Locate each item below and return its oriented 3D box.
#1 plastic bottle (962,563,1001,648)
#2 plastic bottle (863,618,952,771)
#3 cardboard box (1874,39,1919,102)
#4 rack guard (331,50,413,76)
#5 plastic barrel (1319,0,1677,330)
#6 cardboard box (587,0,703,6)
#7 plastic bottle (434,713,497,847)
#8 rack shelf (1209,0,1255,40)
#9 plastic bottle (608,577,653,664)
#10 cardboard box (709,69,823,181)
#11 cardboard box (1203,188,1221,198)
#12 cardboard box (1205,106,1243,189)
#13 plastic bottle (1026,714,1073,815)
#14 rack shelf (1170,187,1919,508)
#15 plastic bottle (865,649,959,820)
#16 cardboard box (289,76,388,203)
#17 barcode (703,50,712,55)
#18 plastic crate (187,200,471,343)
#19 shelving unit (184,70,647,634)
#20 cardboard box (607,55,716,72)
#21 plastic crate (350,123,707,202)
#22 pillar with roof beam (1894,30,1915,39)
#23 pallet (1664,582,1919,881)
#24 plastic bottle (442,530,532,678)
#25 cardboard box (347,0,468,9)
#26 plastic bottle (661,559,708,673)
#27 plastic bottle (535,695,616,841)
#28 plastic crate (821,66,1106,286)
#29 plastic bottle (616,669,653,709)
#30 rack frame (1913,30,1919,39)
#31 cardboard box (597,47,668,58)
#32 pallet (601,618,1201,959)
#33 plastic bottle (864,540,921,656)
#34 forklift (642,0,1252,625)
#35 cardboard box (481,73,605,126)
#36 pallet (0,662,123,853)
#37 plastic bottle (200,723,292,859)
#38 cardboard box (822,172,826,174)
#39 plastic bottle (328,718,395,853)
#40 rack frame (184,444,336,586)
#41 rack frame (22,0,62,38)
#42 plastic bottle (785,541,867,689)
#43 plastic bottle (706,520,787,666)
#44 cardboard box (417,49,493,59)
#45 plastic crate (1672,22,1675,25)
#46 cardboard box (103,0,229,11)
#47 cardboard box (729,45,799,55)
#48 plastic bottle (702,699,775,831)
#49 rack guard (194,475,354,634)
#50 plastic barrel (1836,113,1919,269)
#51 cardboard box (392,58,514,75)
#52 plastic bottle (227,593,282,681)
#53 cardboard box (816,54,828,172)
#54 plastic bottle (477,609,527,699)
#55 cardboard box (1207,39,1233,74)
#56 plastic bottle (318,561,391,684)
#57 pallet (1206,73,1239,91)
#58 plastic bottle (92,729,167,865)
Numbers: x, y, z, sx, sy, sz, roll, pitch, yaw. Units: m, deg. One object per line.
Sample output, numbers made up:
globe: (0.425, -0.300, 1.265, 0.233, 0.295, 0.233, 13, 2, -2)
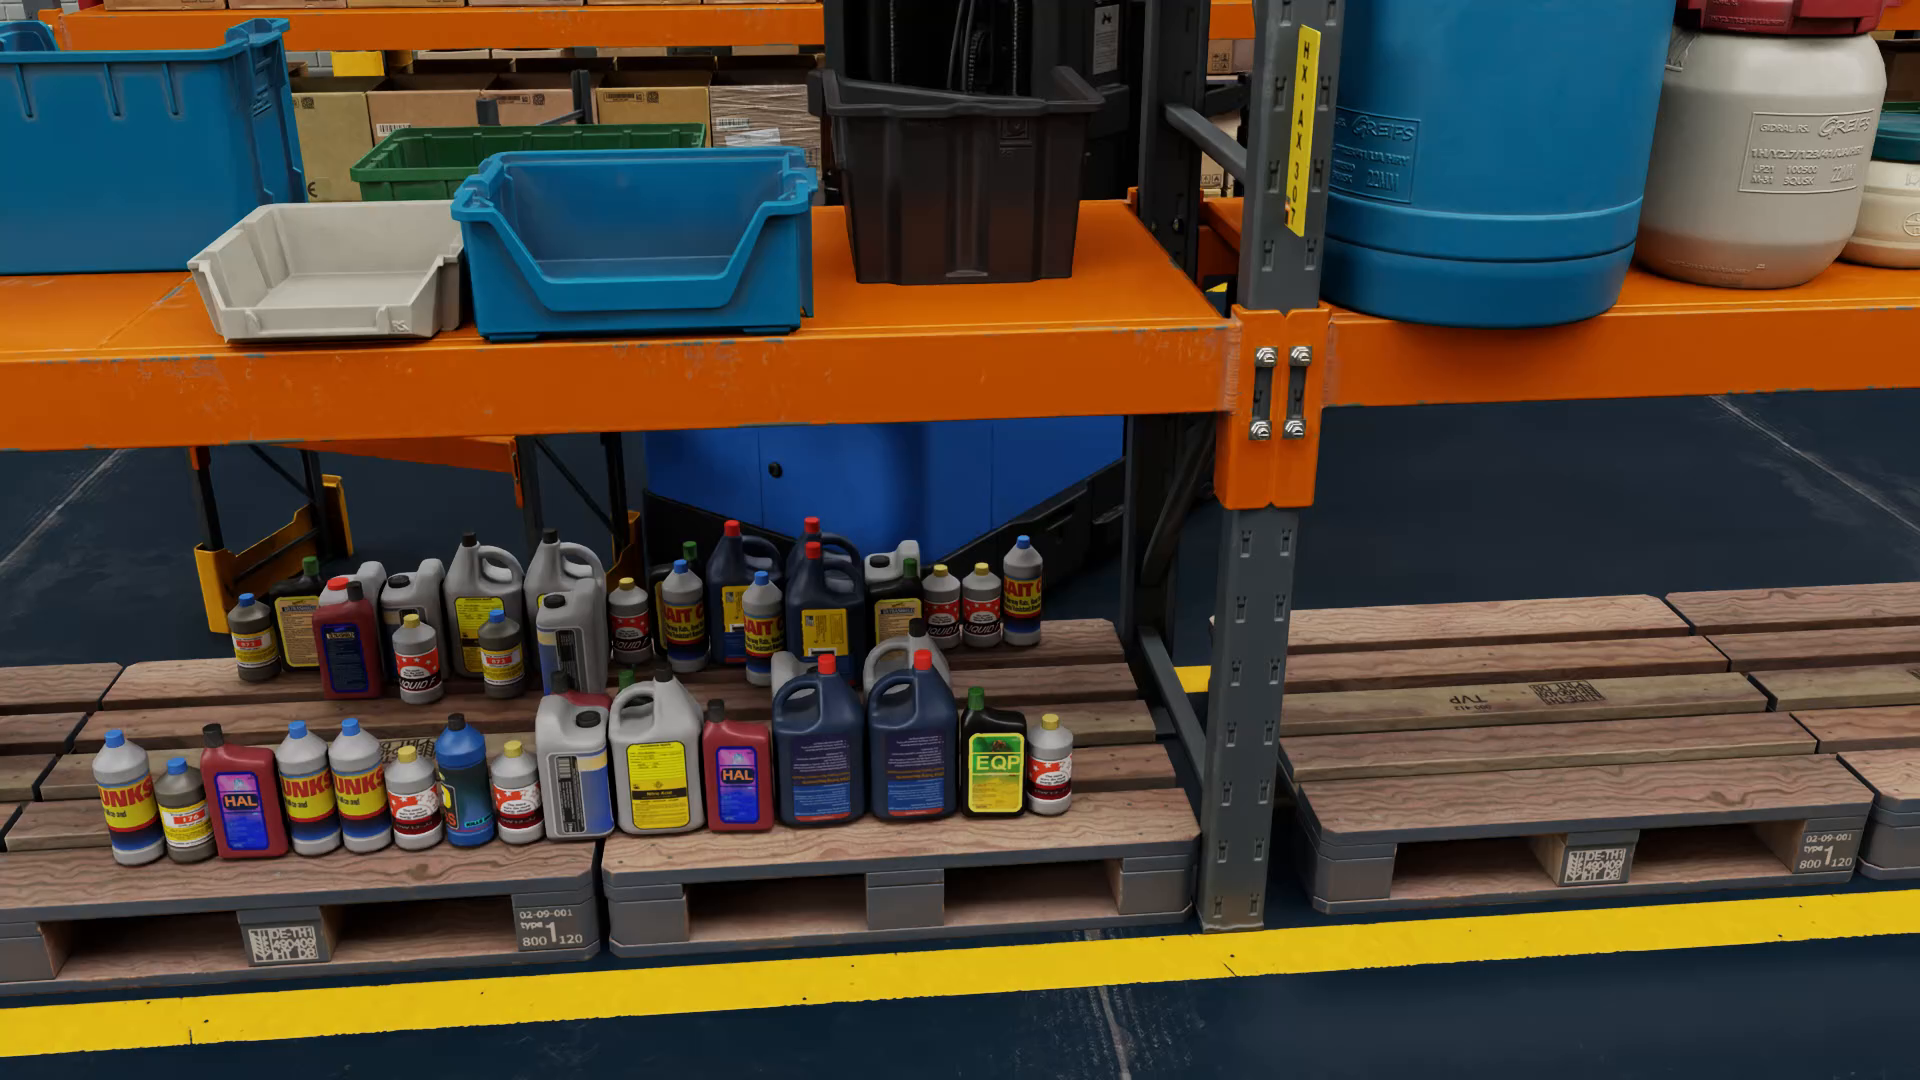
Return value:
plastic bottle: (0.054, 0.155, 4.113, 0.097, 0.201, 0.097, 0, 24, 0)
plastic bottle: (-0.112, 0.331, 3.533, 0.185, 0.351, 0.144, -2, 24, -5)
cardboard box: (4.976, -2.462, 8.709, 0.500, 0.250, 0.500, -1, 24, -3)
rack guard: (-4.364, -3.468, 12.437, 0.348, 0.500, 1.175, -2, 24, -5)
plastic barrel: (0.929, -0.885, 2.930, 0.708, 0.901, 0.600, -2, 24, -5)
cardboard box: (-1.433, -2.748, 7.617, 0.500, 0.500, 0.700, -2, 24, -4)
plastic bottle: (-0.988, 0.470, 3.316, 0.097, 0.271, 0.097, 0, 24, 0)
rack shelf: (2.022, -2.516, 8.103, 4.000, 0.370, 1.077, -2, 24, -5)
plastic bottle: (-0.801, 0.189, 4.036, 0.097, 0.201, 0.097, 0, 24, 0)
cardboard box: (-0.907, -1.921, 7.824, 0.500, 0.500, 0.500, -2, 24, -5)
cardboard box: (0.966, -1.636, 8.106, 0.500, 0.250, 0.500, -2, 24, -4)
cardboard box: (1.481, -1.912, 8.035, 0.500, 0.311, 0.500, -3, 24, -7)
plastic bottle: (0.185, 0.455, 3.436, 0.097, 0.201, 0.097, 0, 24, 0)
rack shelf: (2.505, -0.514, 3.599, 4.000, 0.370, 1.077, -2, 24, -5)
plastic bottle: (-0.098, 0.389, 3.402, 0.185, 0.351, 0.144, -3, 24, -7)
cardboard box: (-2.896, -1.836, 7.632, 0.500, 0.500, 0.500, -2, 24, -5)
barcode: (-1.937, -3.722, 12.763, 0.075, 0.075, 0.001, -2, 24, -5)
plastic crate: (-1.076, -0.475, 2.950, 0.437, 0.136, 0.530, -2, 24, -5)
shelving unit: (-1.517, -0.484, 4.491, 1.083, 1.500, 0.587, 7, 25, 15)
cardboard box: (-1.456, -2.111, 8.252, 0.500, 0.500, 0.500, -2, 24, -5)
plastic crate: (-0.864, -0.726, 3.451, 0.662, 0.188, 0.450, -2, 24, -5)
pillar with roof beam: (8.537, -6.465, 8.717, 0.400, 9.000, 9.100, -2, 24, -5)
pallet: (2.509, 0.414, 4.058, 1.213, 0.211, 1.003, -2, 24, -5)
plastic bottle: (-1.125, 0.143, 3.955, 0.185, 0.351, 0.144, -1, 24, -3)
cardboard box: (-2.466, -2.705, 7.519, 0.500, 0.500, 0.700, -2, 24, -5)
plastic bottle: (-0.660, 0.176, 3.978, 0.097, 0.271, 0.097, 0, 24, 0)
plastic bottle: (-0.772, 0.449, 3.360, 0.135, 0.276, 0.152, -2, 24, -4)
plastic crate: (-0.019, -0.765, 3.354, 0.504, 0.338, 0.767, -2, 24, -5)
plastic bottle: (-0.646, 0.400, 3.460, 0.133, 0.283, 0.061, -2, 24, -5)
rack frame: (7.502, -5.086, 13.001, 0.127, 3.000, 1.000, -2, 24, -5)
cardboard box: (-2.440, -3.689, 12.393, 0.500, 0.500, 0.700, -4, 24, -8)
pallet: (-0.158, 0.521, 3.817, 1.213, 0.211, 1.003, -2, 24, -5)
plastic bottle: (-0.164, 0.140, 4.053, 0.135, 0.276, 0.152, -1, 24, -3)
forklift: (0.347, -1.578, 5.191, 1.130, 2.935, 3.031, 16, 29, 33)
cardboard box: (-1.900, -1.874, 7.717, 0.500, 0.500, 0.500, -2, 24, -5)
pallet: (-2.586, 0.619, 3.598, 1.213, 0.211, 1.003, -2, 24, -5)
plastic bottle: (-1.404, 0.489, 3.259, 0.133, 0.283, 0.061, -2, 24, -4)
cardboard box: (-0.460, -1.804, 8.485, 0.500, 0.250, 0.500, -2, 24, -5)
plastic bottle: (-1.190, 0.479, 3.298, 0.097, 0.271, 0.097, 0, 24, 0)
rack frame: (-2.015, -0.541, 4.622, 0.032, 1.500, 0.500, 7, 25, 15)
rack frame: (-3.949, -2.605, 7.418, 0.127, 3.000, 1.000, -2, 24, -5)
plastic bottle: (-0.315, 0.169, 3.895, 0.185, 0.351, 0.144, -2, 24, -5)
plastic bottle: (-0.517, 0.119, 4.009, 0.185, 0.351, 0.144, -3, 24, -7)
cardboard box: (-3.742, -3.571, 12.360, 0.500, 0.311, 0.500, -5, 24, -11)
plastic crate: (1.582, -0.925, 3.658, 0.575, 0.384, 0.392, -2, 24, -5)
cardboard box: (-3.483, -2.664, 7.428, 0.500, 0.500, 0.700, -2, 24, -5)
cardboard box: (-1.488, -3.768, 12.571, 0.500, 0.500, 0.500, -4, 24, -9)
plastic bottle: (-0.447, 0.451, 3.346, 0.133, 0.283, 0.061, -1, 24, -2)
rack guard: (-1.996, 0.032, 4.871, 0.087, 0.250, 0.587, 7, 25, 15)
plastic barrel: (1.847, -0.690, 3.280, 0.301, 0.262, 0.301, 0, 24, 0)
cardboard box: (-2.451, -2.071, 8.161, 0.500, 0.500, 0.500, -2, 24, -5)
plastic bottle: (-1.681, 0.224, 3.956, 0.097, 0.201, 0.097, 0, 24, 0)
cardboard box: (-0.460, -2.151, 8.342, 0.500, 0.500, 0.500, -2, 24, -5)
plastic bottle: (-1.070, 0.258, 3.879, 0.097, 0.201, 0.097, 0, 24, 0)
cardboard box: (1.795, -3.931, 12.937, 0.500, 0.500, 0.700, -2, 24, -5)
plastic bottle: (-1.428, 0.191, 3.939, 0.135, 0.276, 0.152, -2, 24, -5)
pallet: (1.533, -3.575, 13.032, 1.213, 0.211, 1.003, -2, 24, -5)
plastic bottle: (-1.631, 0.496, 3.258, 0.097, 0.271, 0.097, 0, 24, 0)
